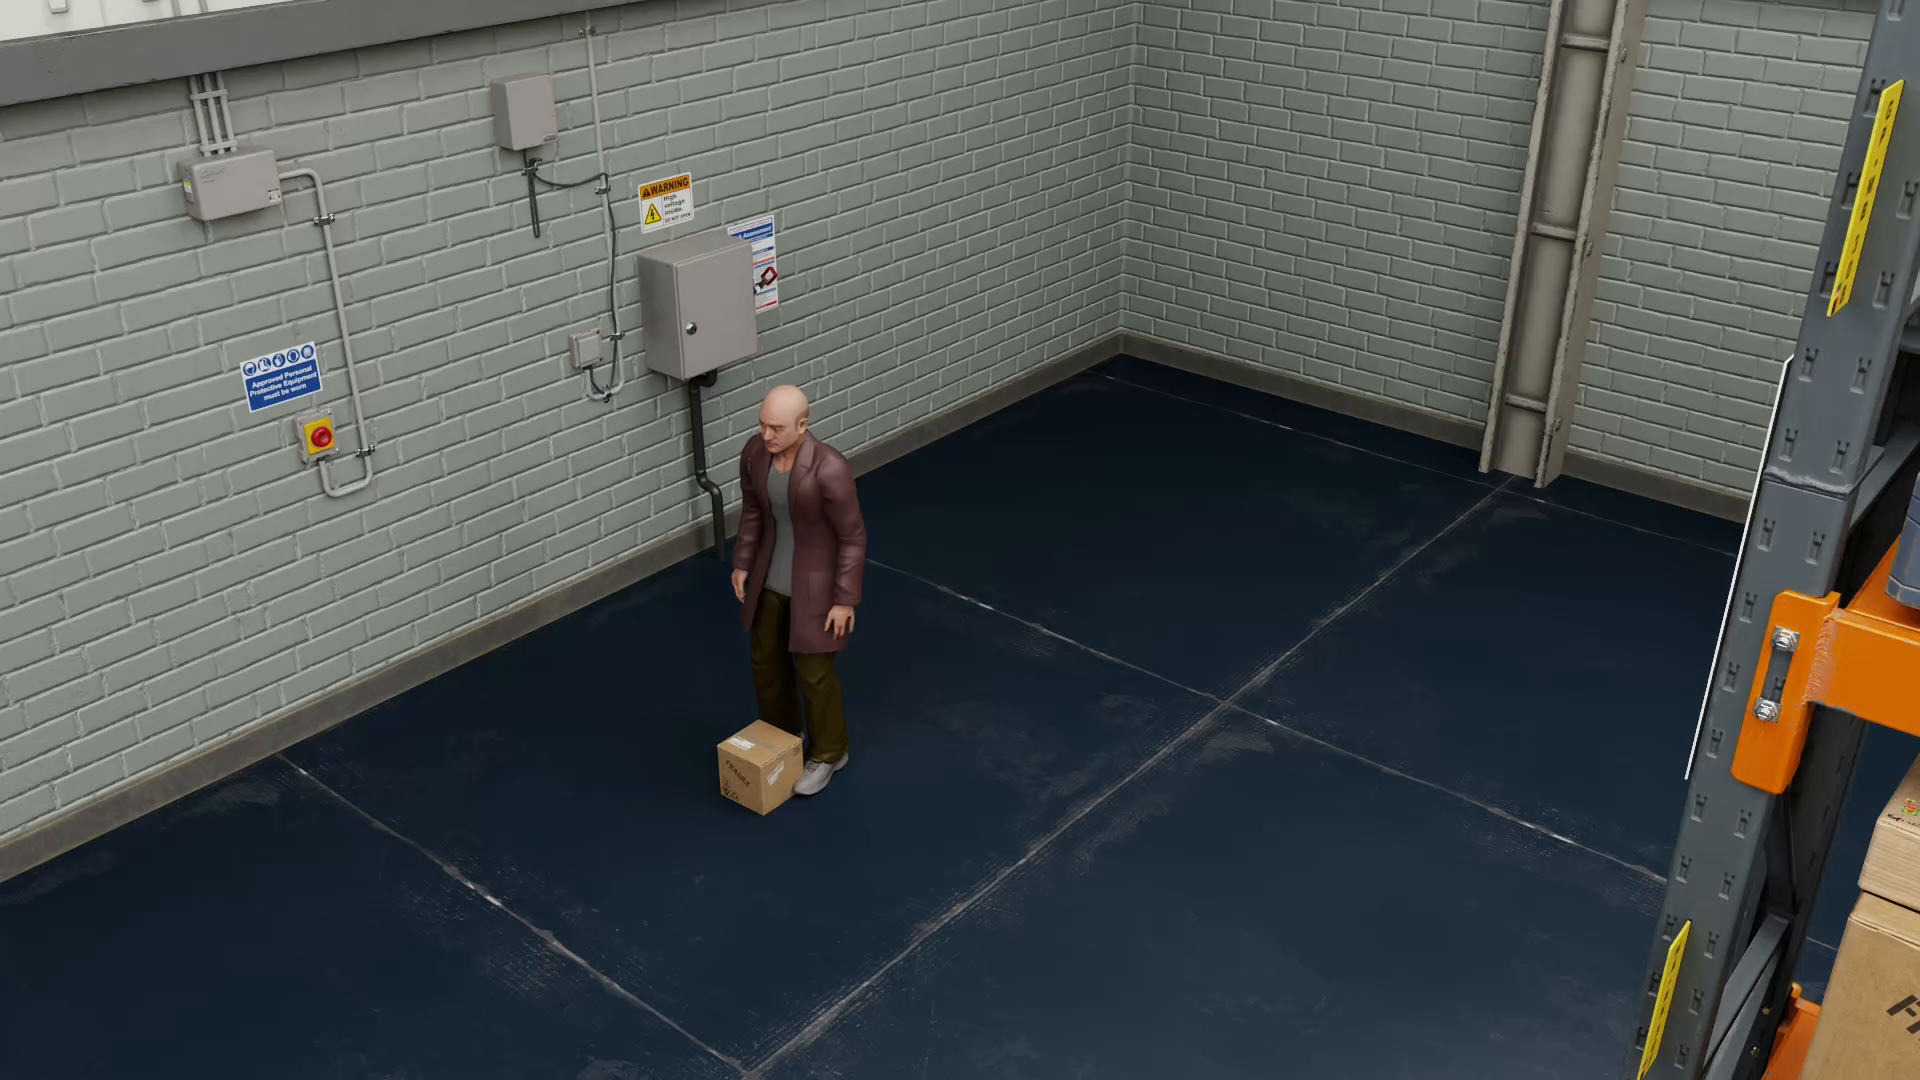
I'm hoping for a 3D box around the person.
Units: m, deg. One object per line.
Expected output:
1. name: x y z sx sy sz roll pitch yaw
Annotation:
1. person: -0.663 0.185 6.771 0.653 1.774 0.422 19 32 32
